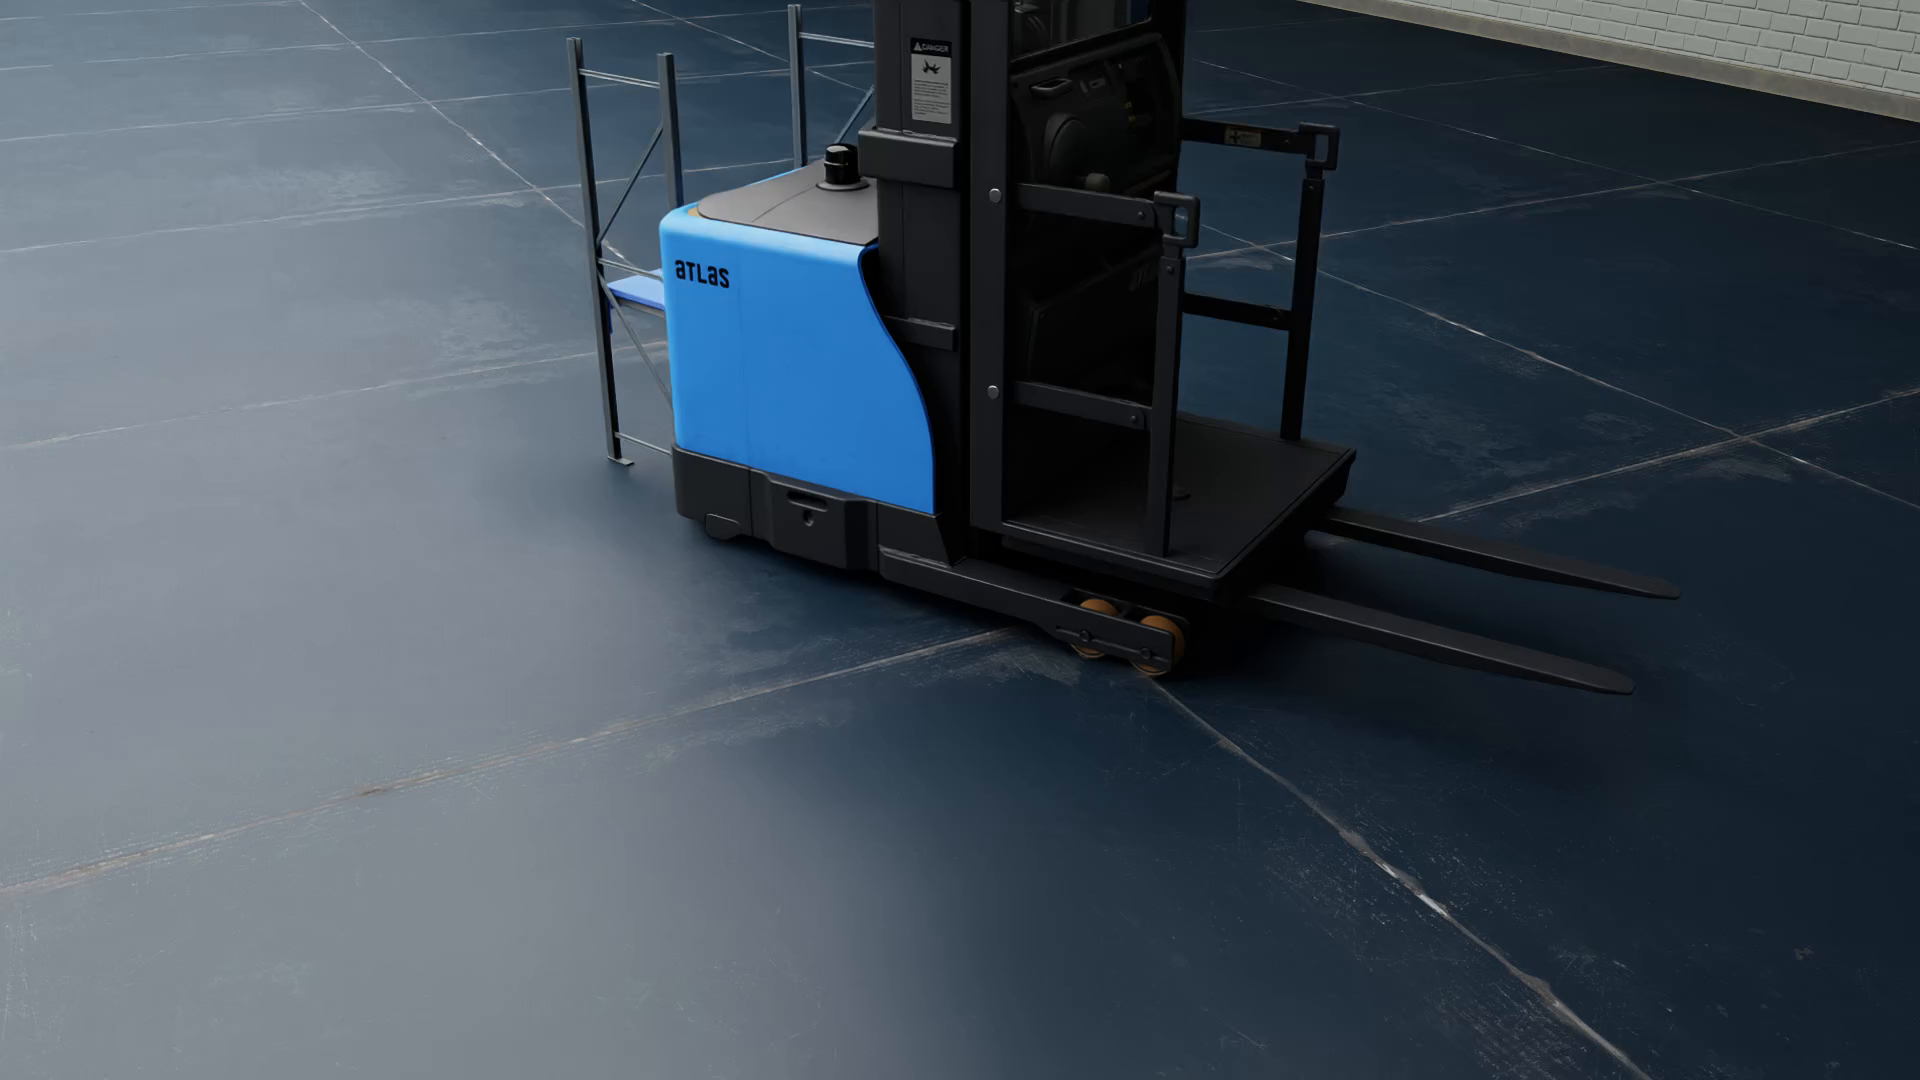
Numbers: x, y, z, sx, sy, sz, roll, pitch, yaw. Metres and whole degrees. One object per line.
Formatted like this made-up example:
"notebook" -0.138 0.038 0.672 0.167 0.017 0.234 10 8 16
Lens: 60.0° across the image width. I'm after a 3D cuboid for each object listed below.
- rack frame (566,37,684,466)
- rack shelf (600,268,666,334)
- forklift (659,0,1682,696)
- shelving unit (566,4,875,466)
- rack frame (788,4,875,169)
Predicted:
"rack frame" -1.097 -0.911 5.666 0.500 1.500 0.032 20 32 36
"rack shelf" -0.768 -0.916 6.093 0.538 0.185 1.000 20 32 36
"forklift" 0.576 -1.200 4.616 3.031 2.935 1.130 15 29 28
"shelving unit" -0.768 -1.078 6.015 0.538 1.500 1.048 20 32 36
"rack frame" -0.440 -1.246 6.365 0.500 1.500 0.032 20 32 36
